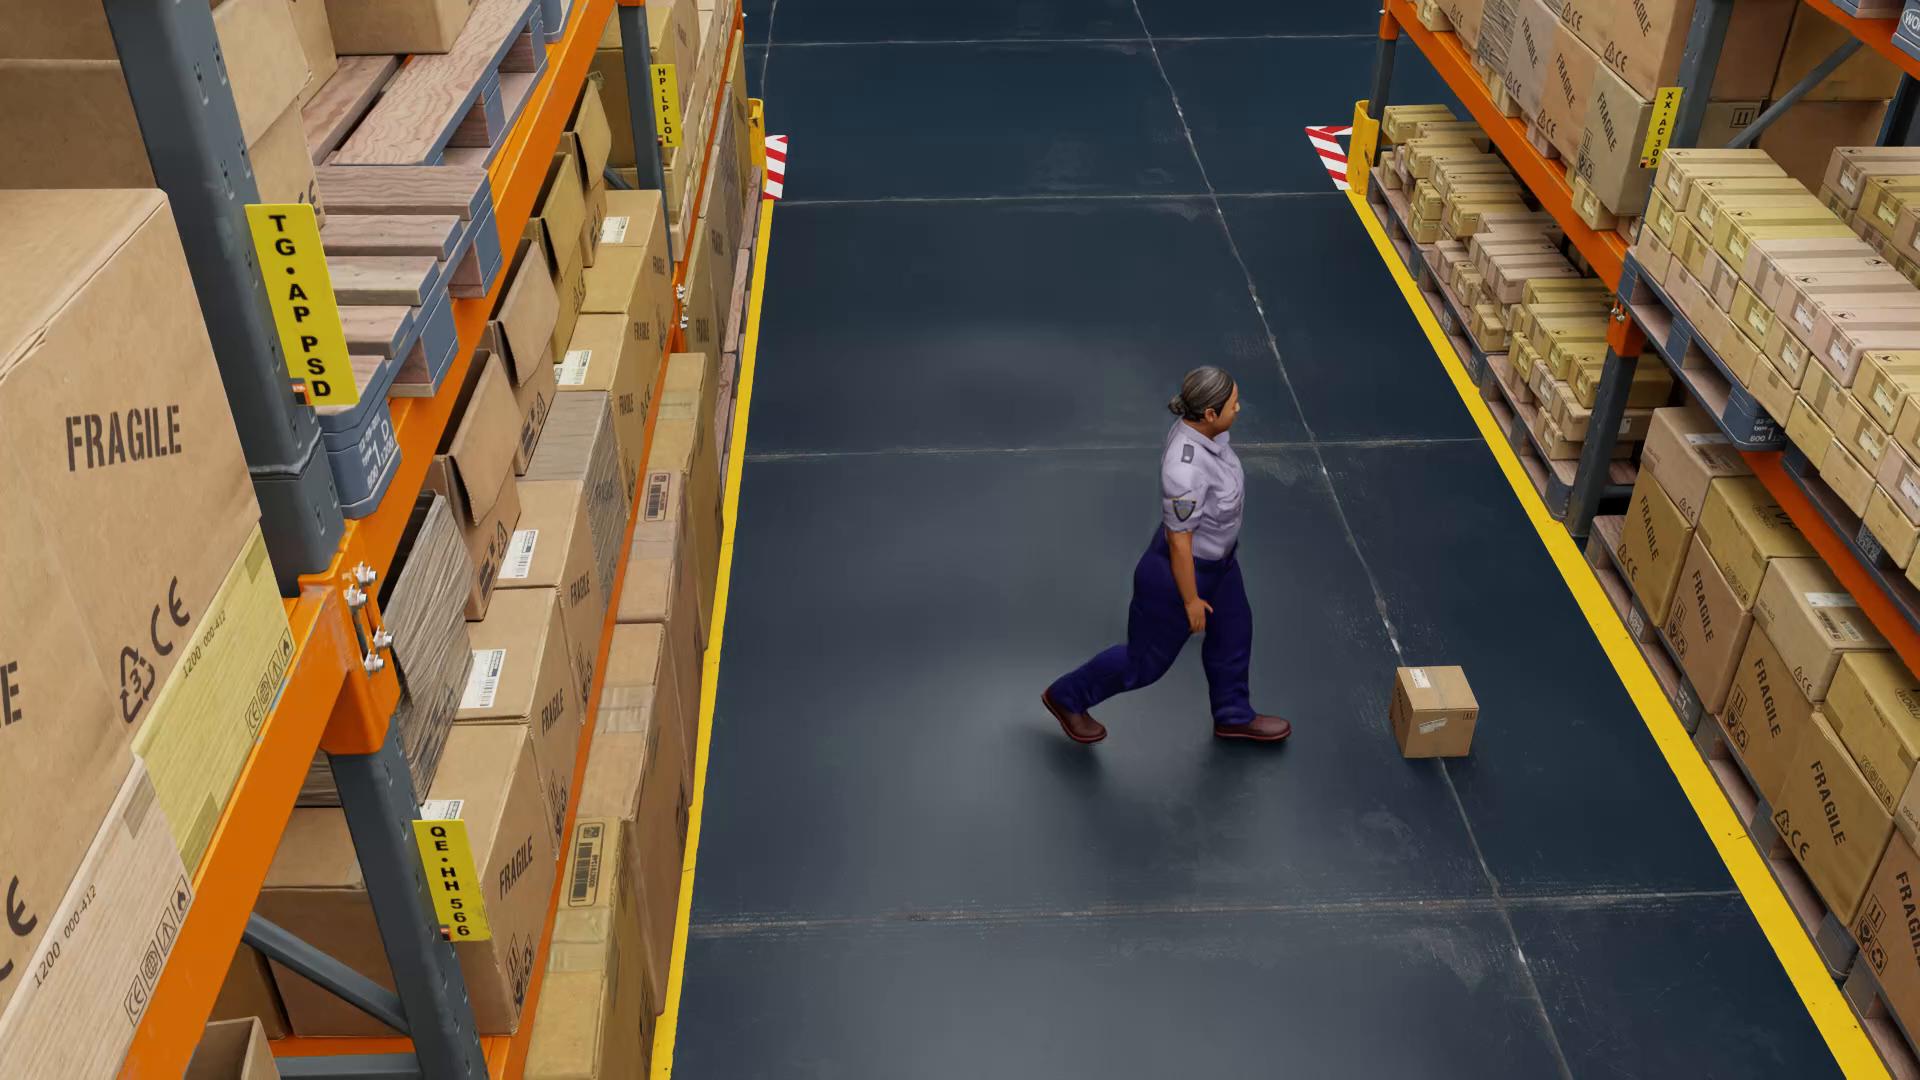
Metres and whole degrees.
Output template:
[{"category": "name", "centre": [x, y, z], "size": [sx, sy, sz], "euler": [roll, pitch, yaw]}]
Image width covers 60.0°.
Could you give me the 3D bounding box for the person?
[{"category": "person", "centre": [0.800, 0.093, 6.022], "size": [0.934, 1.620, 0.475], "euler": [12, 37, 17]}]
